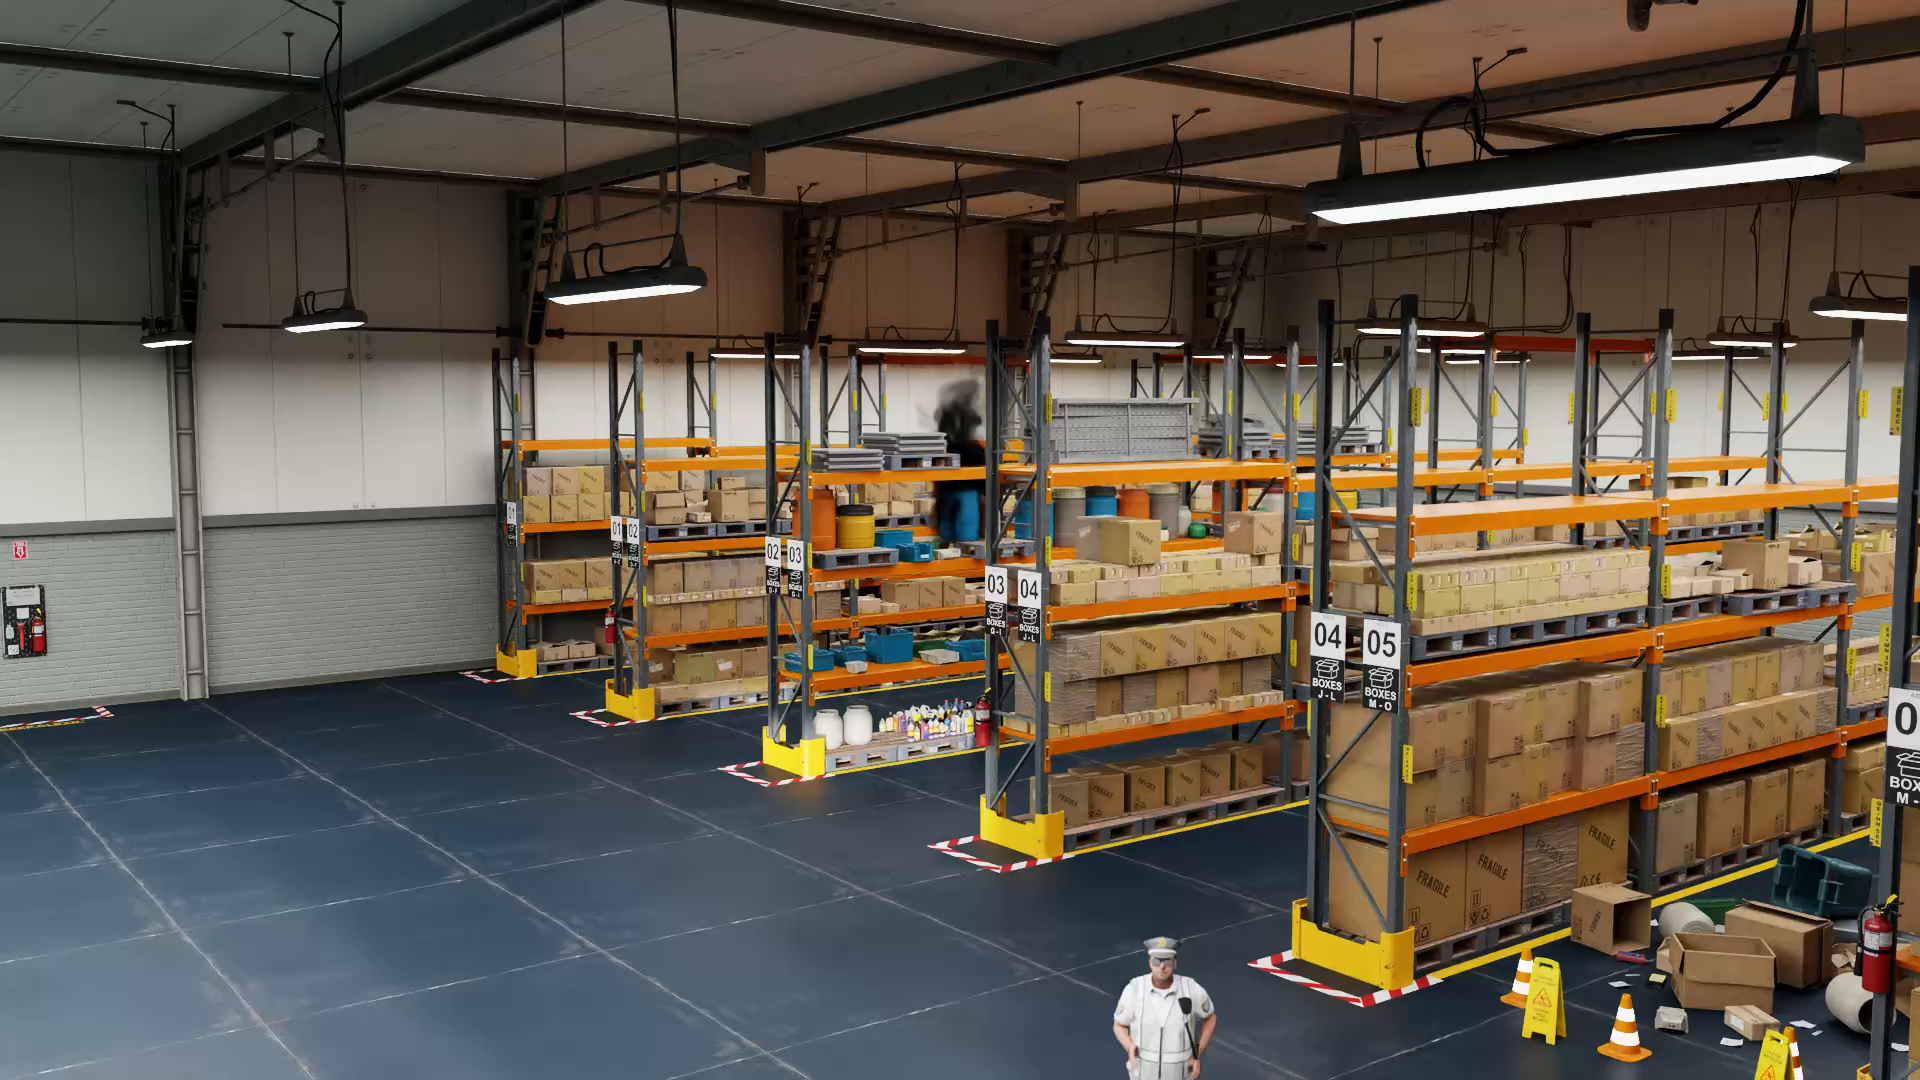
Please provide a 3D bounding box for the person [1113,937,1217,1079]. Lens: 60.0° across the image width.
[{"bbox_3d":[1.283,3.371,10.502,0.652,1.732,0.602,1,5,10],"label":"person"}]
